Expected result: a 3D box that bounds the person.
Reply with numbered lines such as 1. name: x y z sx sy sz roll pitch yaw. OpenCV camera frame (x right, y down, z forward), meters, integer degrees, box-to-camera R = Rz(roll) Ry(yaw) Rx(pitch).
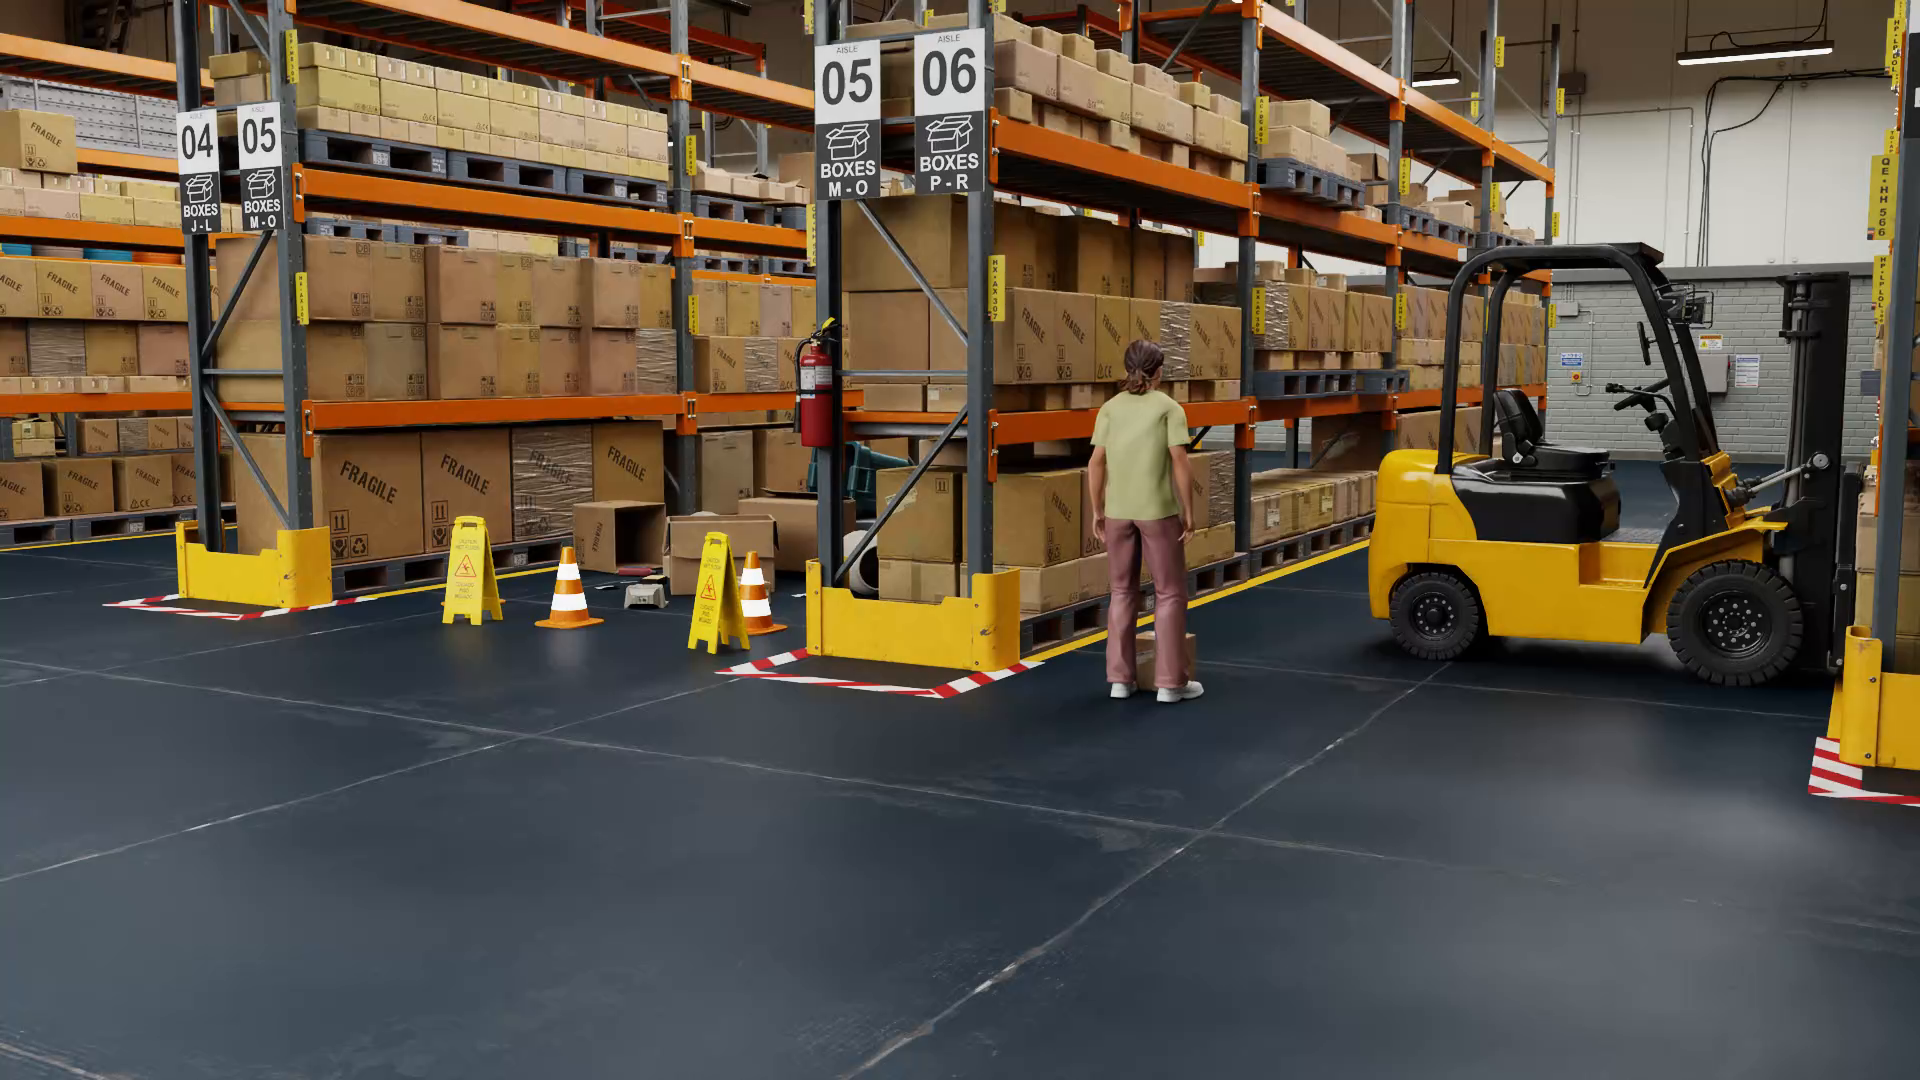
1. person: 0.859 -0.095 7.741 0.516 1.671 0.359 3 7 25
